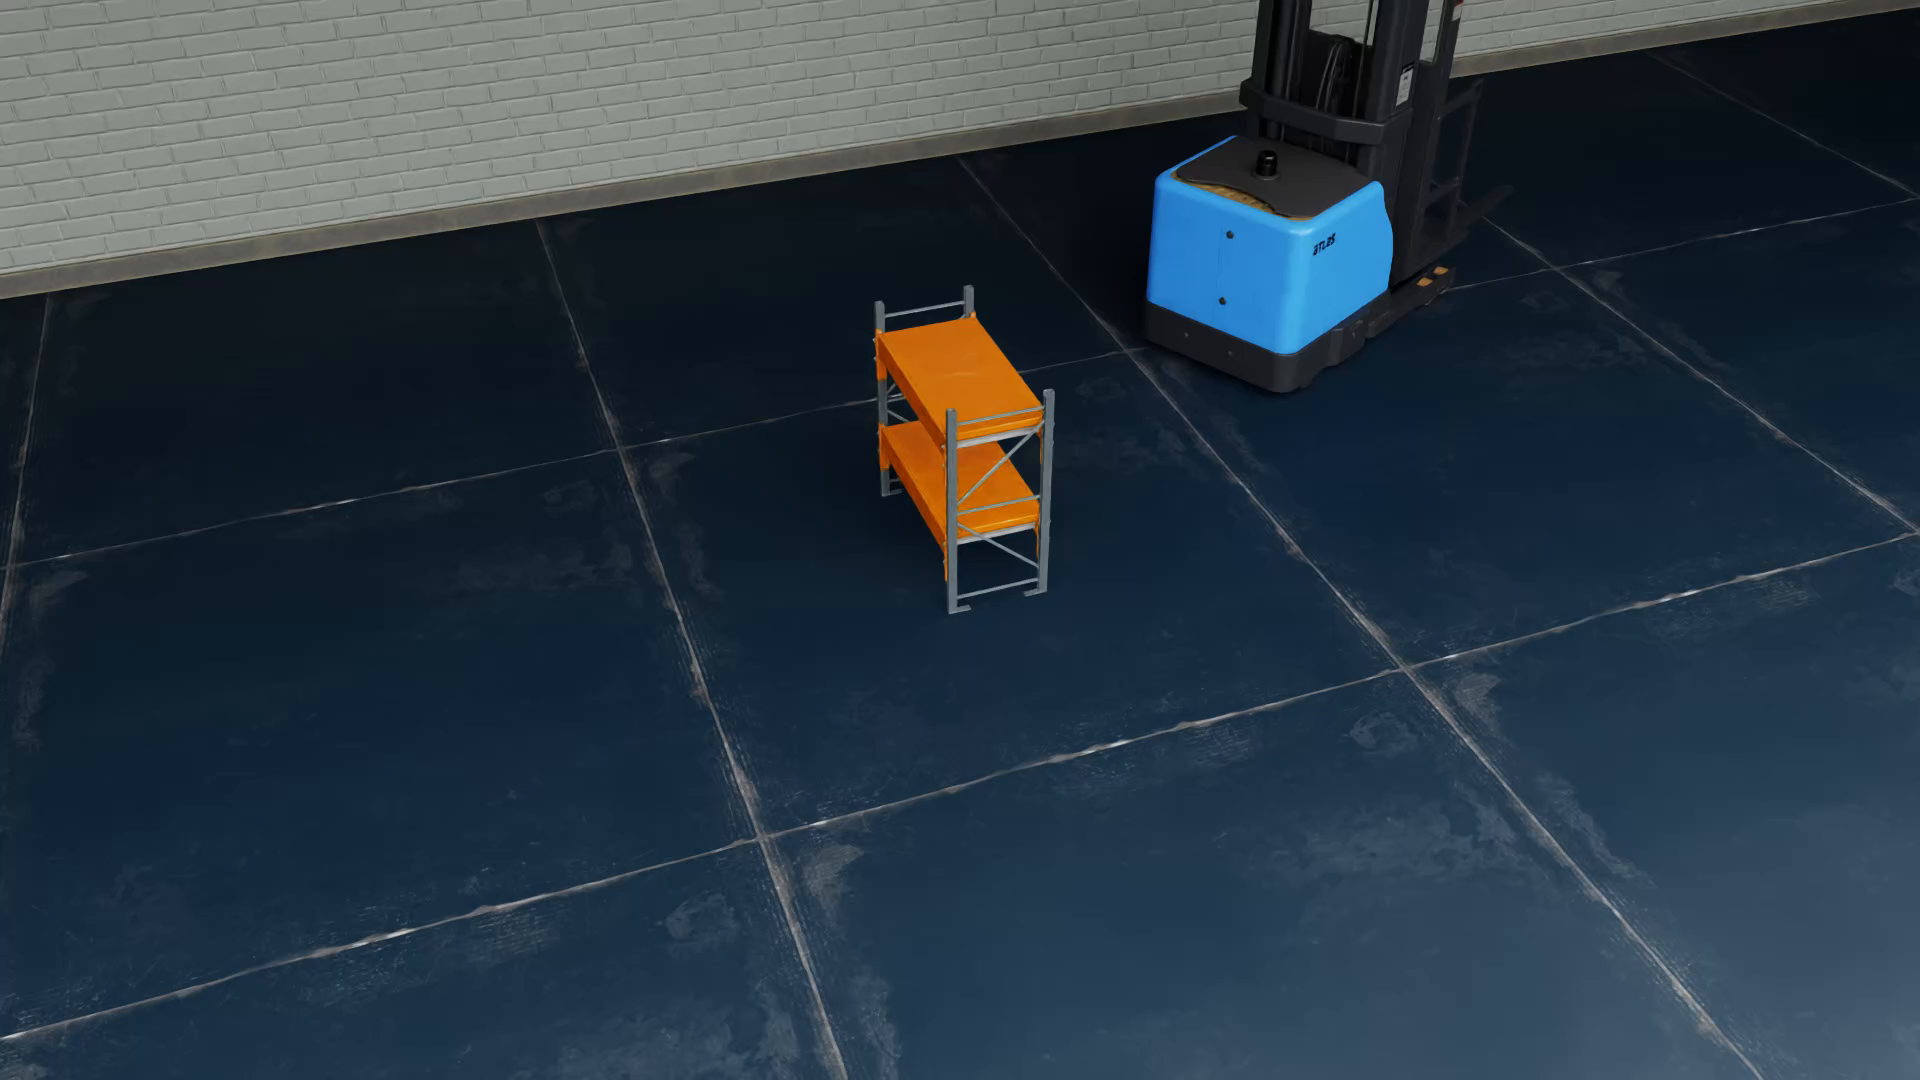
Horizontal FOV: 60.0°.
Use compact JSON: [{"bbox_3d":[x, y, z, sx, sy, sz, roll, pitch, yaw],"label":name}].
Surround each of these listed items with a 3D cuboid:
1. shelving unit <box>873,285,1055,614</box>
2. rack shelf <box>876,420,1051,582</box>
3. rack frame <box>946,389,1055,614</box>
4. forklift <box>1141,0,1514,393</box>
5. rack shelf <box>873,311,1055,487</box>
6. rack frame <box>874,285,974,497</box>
[{"bbox_3d":[0.002,-0.445,7.967,0.538,1.125,1.048,-12,39,-16],"label":"shelving unit"},{"bbox_3d":[0.002,-0.250,8.114,0.538,0.278,1.000,-12,39,-16],"label":"rack shelf"},{"bbox_3d":[0.177,-0.158,7.586,0.500,1.125,0.032,-12,39,-16],"label":"rack frame"},{"bbox_3d":[2.424,-2.797,9.587,1.130,2.935,3.031,28,45,32],"label":"forklift"},{"bbox_3d":[0.002,-0.679,7.791,0.538,0.278,1.000,-12,39,-16],"label":"rack shelf"},{"bbox_3d":[-0.173,-0.733,8.348,0.500,1.125,0.032,-12,39,-16],"label":"rack frame"}]
